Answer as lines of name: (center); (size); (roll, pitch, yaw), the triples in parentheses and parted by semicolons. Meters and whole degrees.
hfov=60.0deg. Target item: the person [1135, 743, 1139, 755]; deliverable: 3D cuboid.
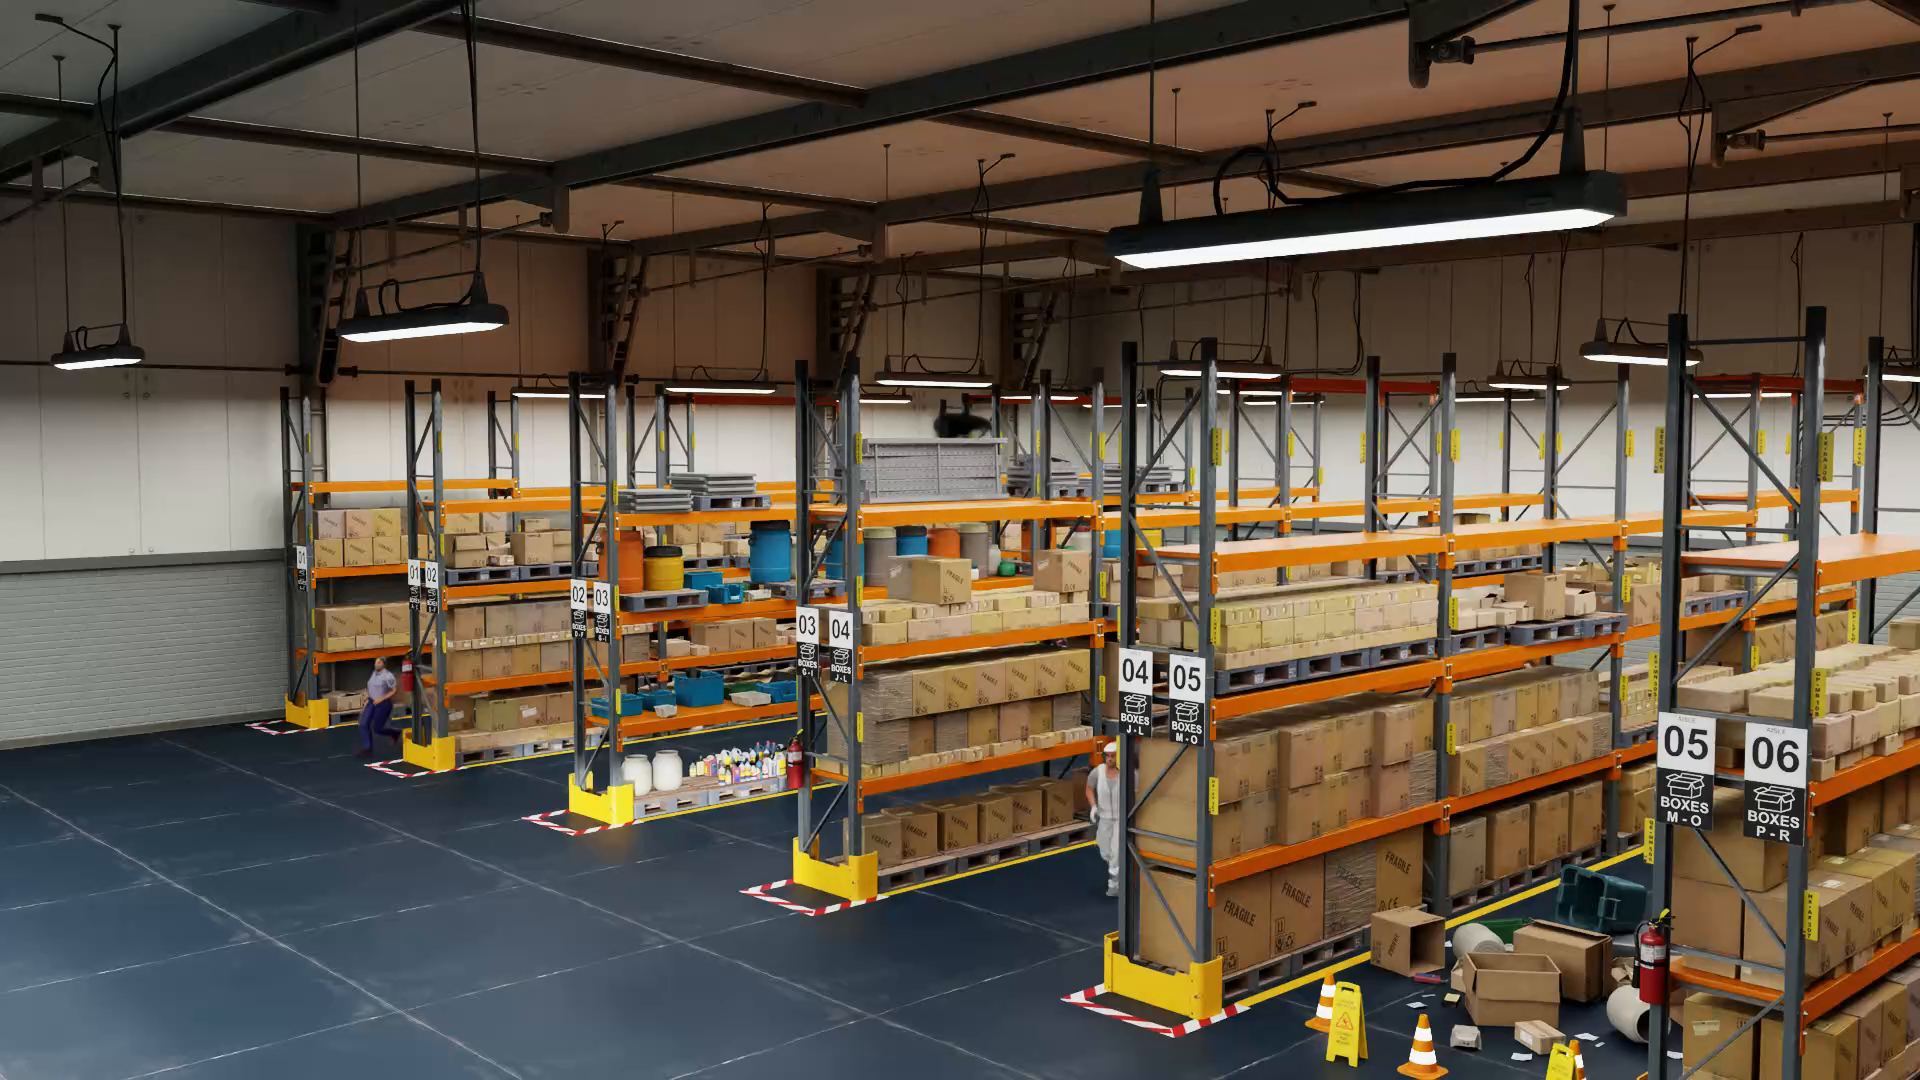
person: (2.623, 2.779, 25.111); (0.784, 1.653, 0.619); (-4, 5, -44)

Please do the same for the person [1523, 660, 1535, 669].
person: (9.103, 2.686, 26.529); (0.571, 1.597, 0.672); (3, 5, 40)

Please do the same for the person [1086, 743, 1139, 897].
person: (1.749, 3.108, 18.737); (0.663, 1.728, 0.697); (1, 4, 18)

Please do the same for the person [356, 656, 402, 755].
person: (-9.325, 2.656, 26.805); (0.639, 1.599, 0.746); (2, 4, 33)
